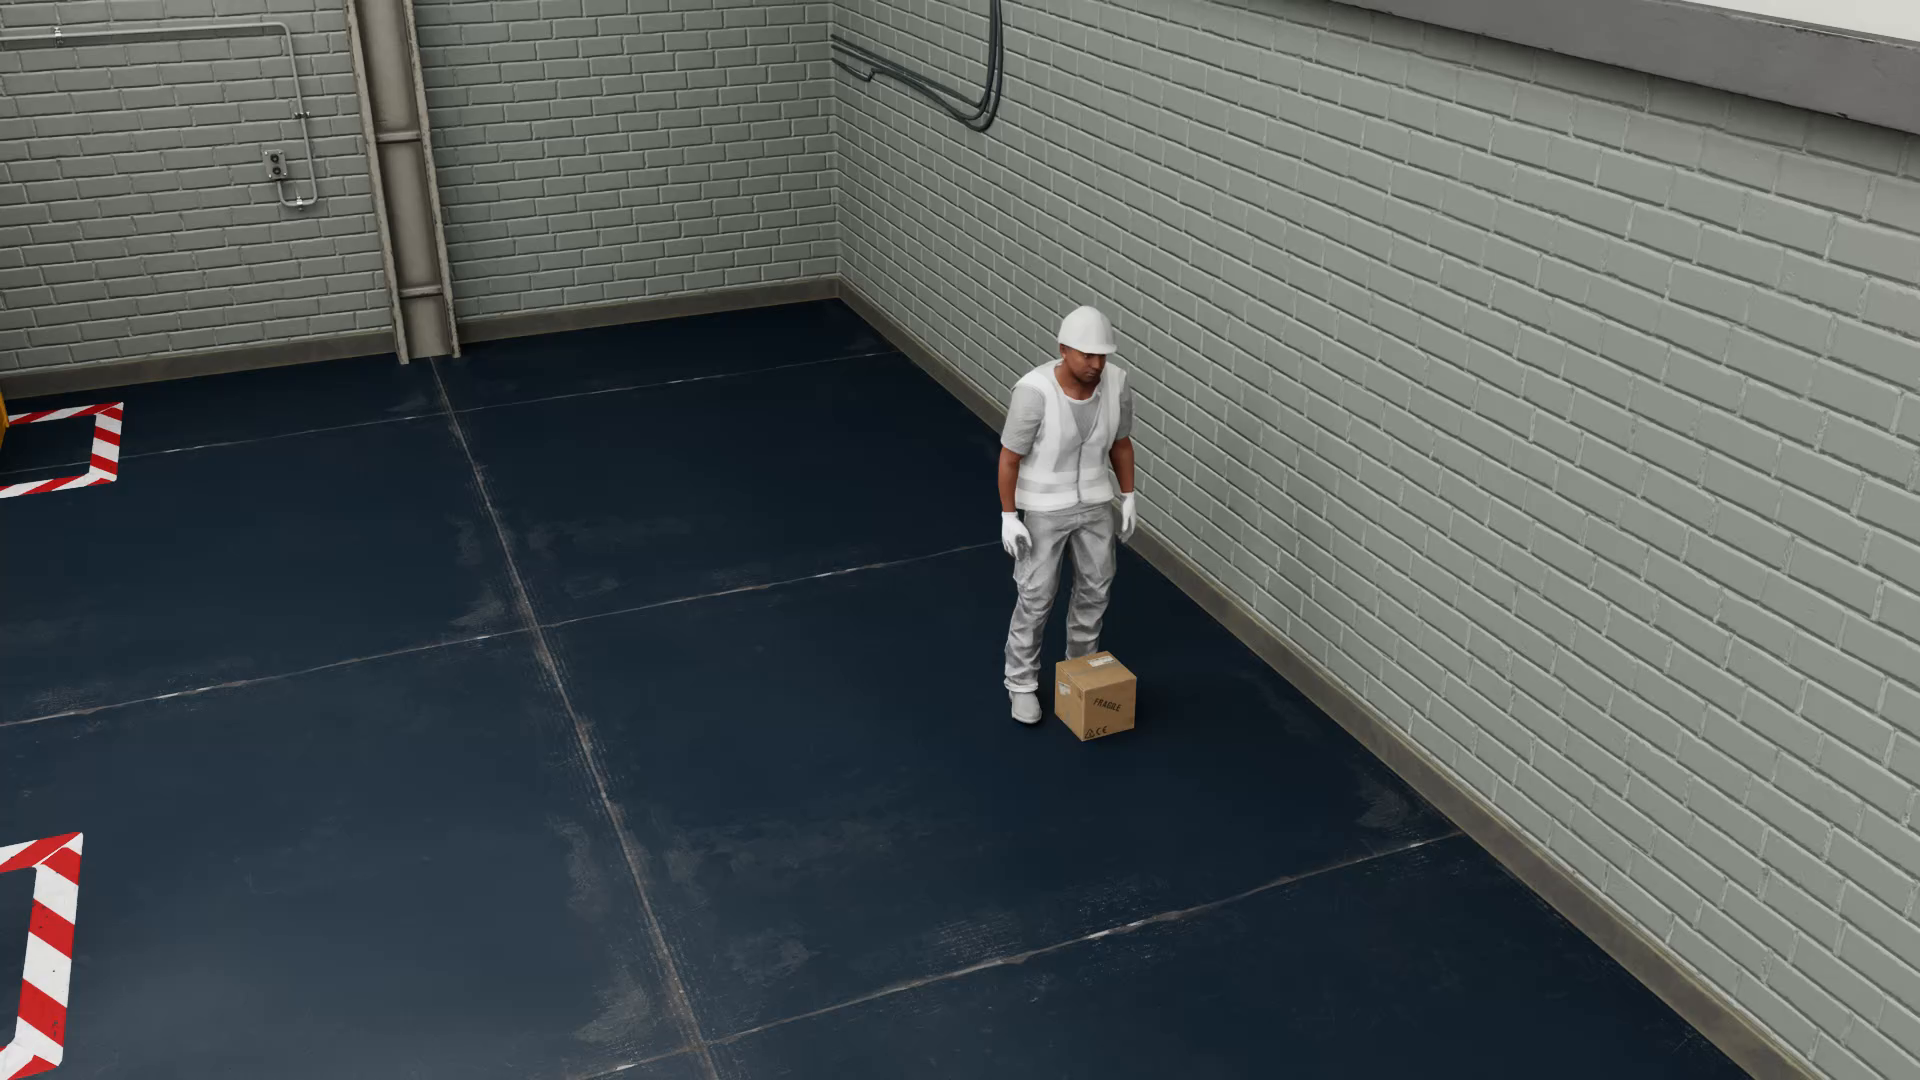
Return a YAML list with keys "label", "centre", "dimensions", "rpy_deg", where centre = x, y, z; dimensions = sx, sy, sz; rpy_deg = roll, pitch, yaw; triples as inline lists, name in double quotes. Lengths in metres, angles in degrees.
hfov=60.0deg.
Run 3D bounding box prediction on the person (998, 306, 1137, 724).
- label: "person"
  centre: [0.446, -0.116, 6.840]
  dimensions: [0.616, 1.774, 0.449]
  rpy_deg: [-10, 28, -21]
